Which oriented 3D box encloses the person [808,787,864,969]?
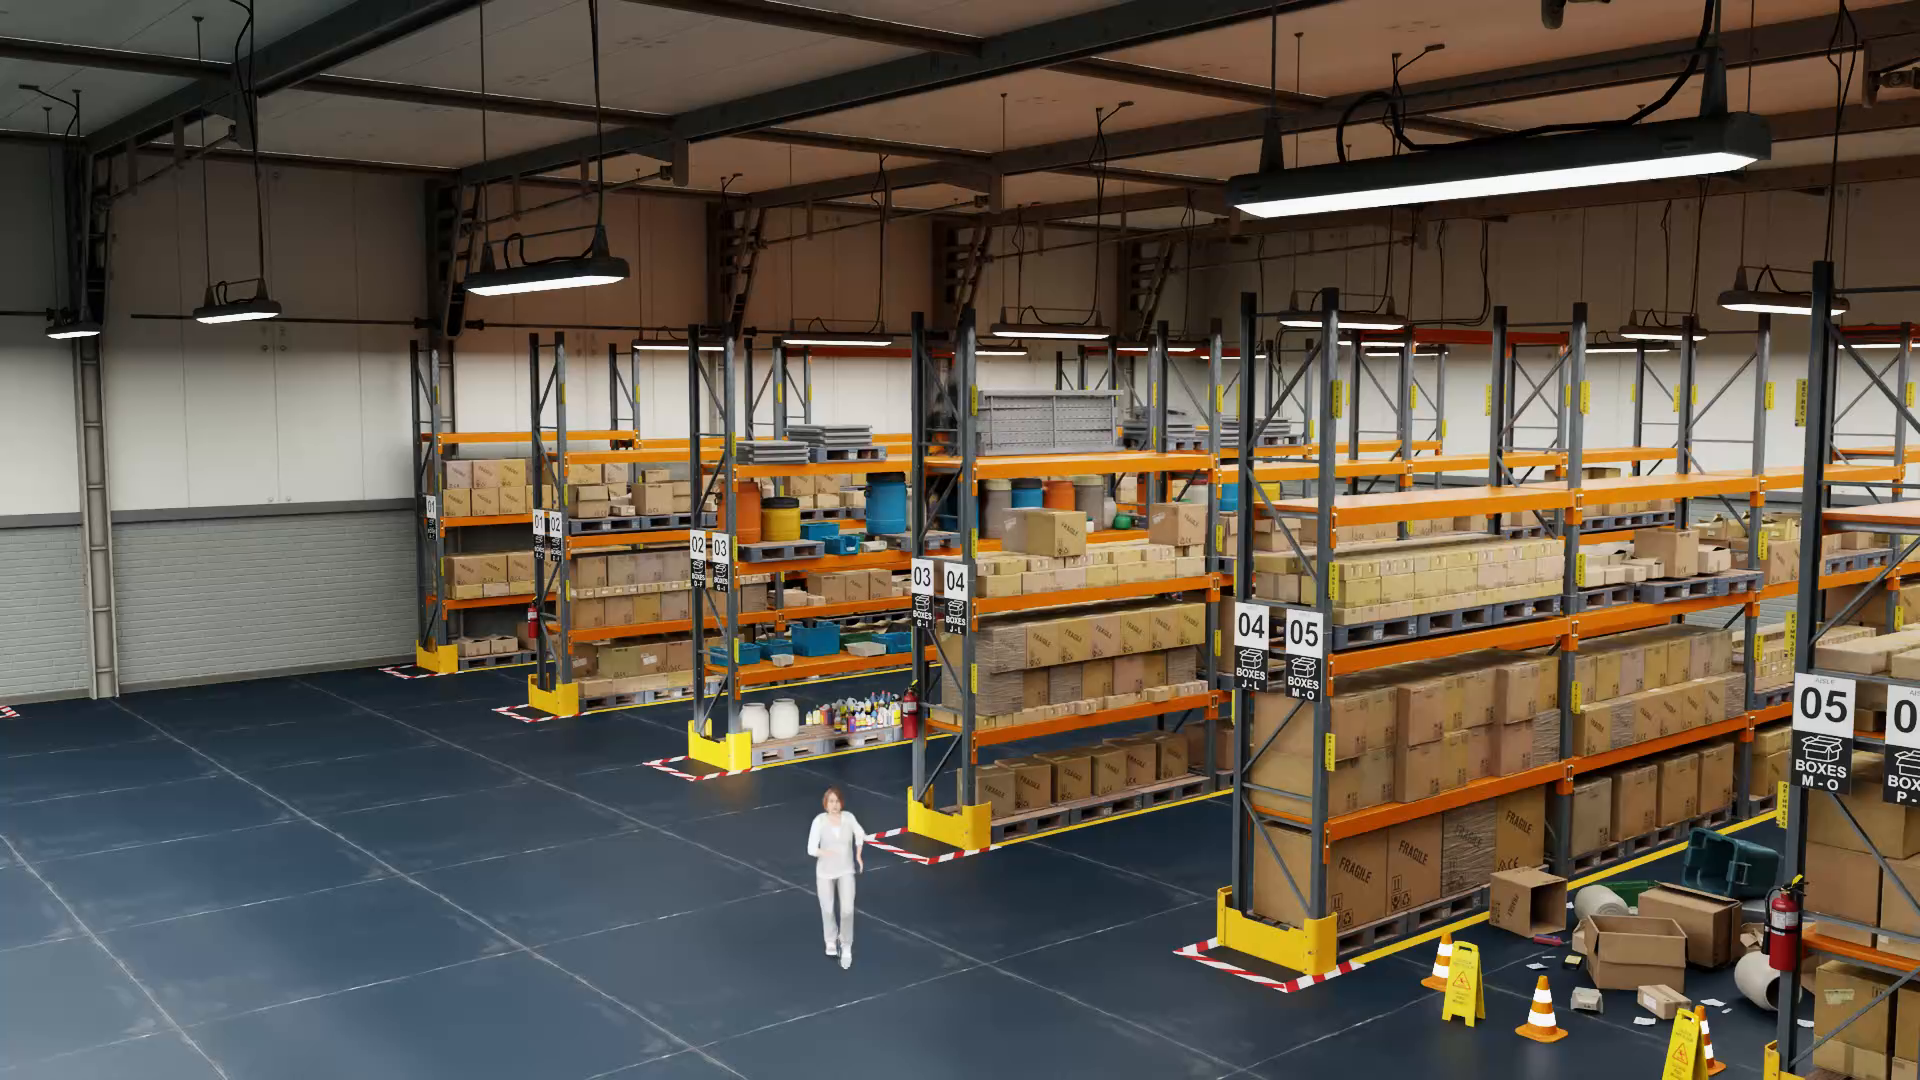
[{"bbox_3d":[-1.098,3.001,14.800,0.508,1.611,0.672,-1,5,-6],"label":"person"}]
